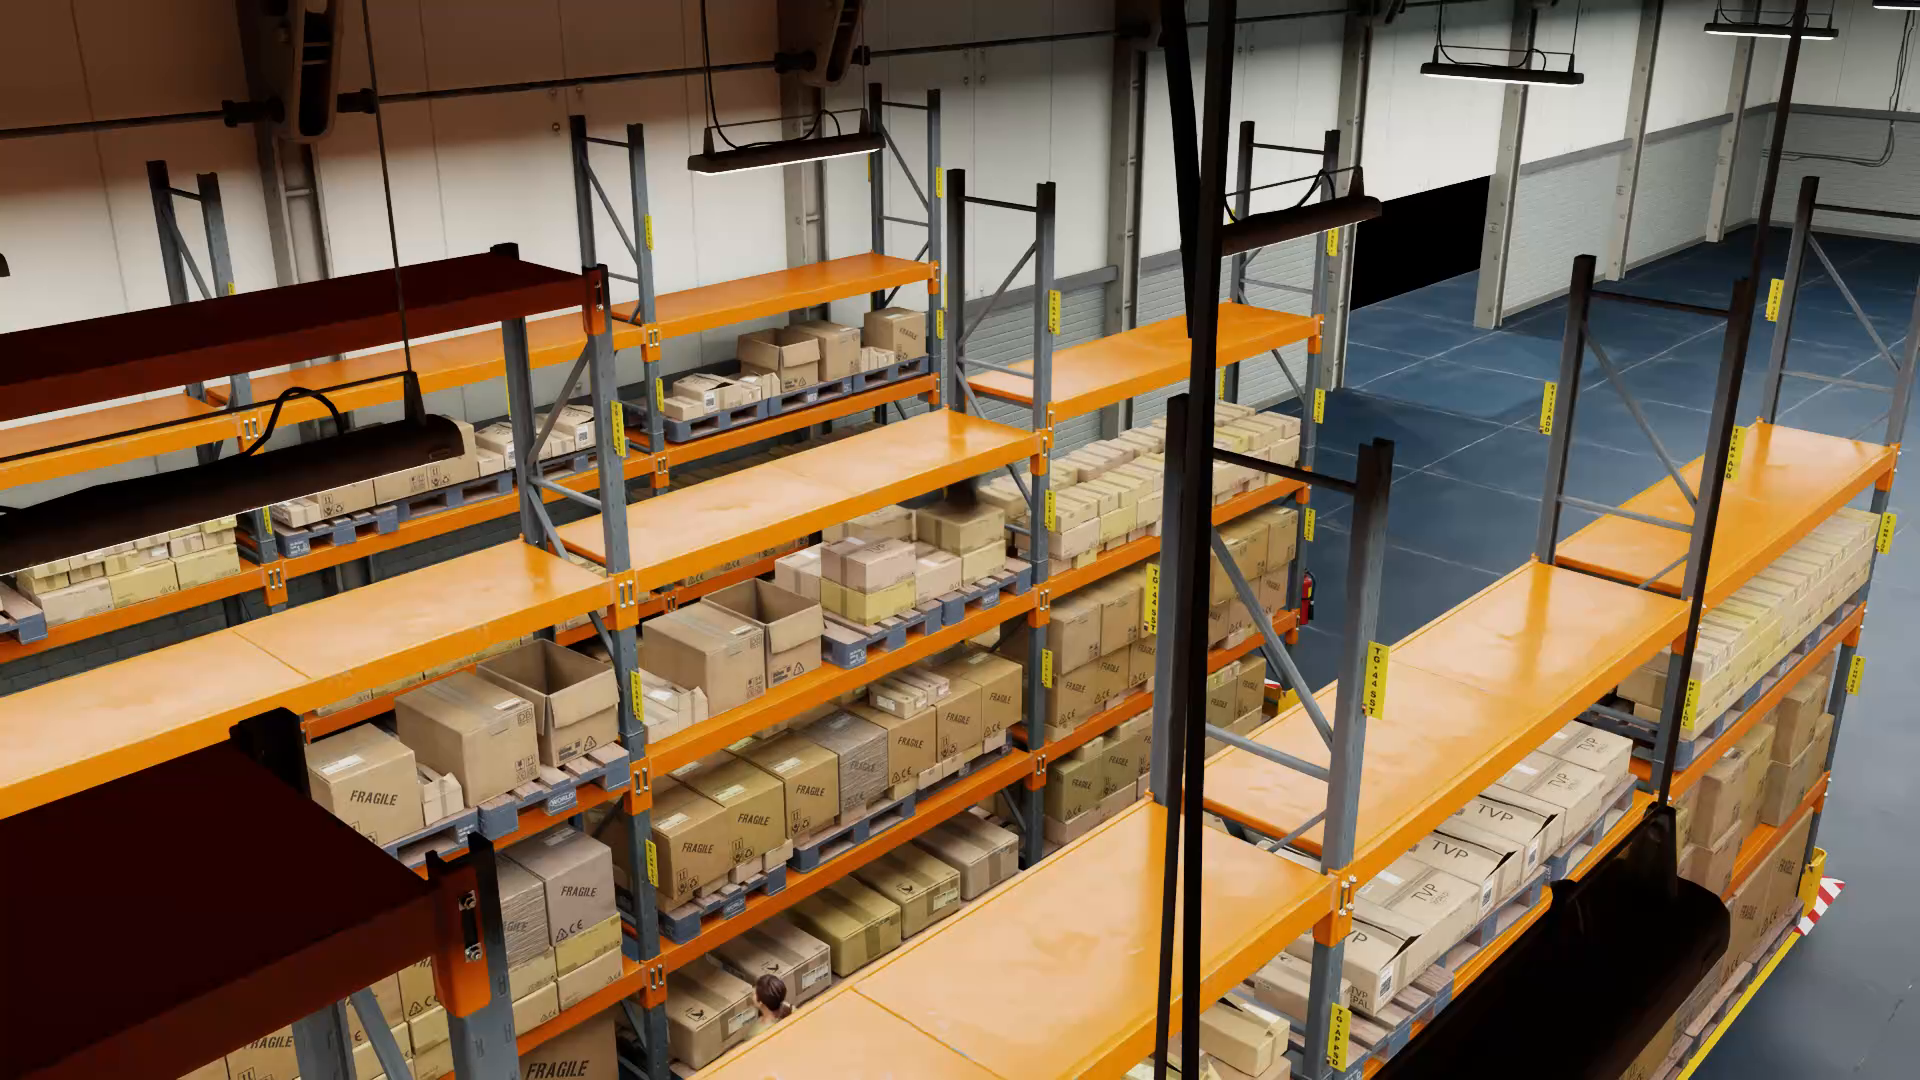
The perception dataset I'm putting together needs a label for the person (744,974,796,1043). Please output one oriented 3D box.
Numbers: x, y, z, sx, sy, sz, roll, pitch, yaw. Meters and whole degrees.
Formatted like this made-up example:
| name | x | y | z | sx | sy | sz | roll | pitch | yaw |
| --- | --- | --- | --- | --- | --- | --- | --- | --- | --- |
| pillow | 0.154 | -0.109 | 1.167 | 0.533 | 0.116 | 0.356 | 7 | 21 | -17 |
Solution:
| name | x | y | z | sx | sy | sz | roll | pitch | yaw |
| --- | --- | --- | --- | --- | --- | --- | --- | --- | --- |
| person | -1.190 | 3.504 | 10.662 | 0.339 | 1.674 | 0.514 | 8 | 23 | 19 |
